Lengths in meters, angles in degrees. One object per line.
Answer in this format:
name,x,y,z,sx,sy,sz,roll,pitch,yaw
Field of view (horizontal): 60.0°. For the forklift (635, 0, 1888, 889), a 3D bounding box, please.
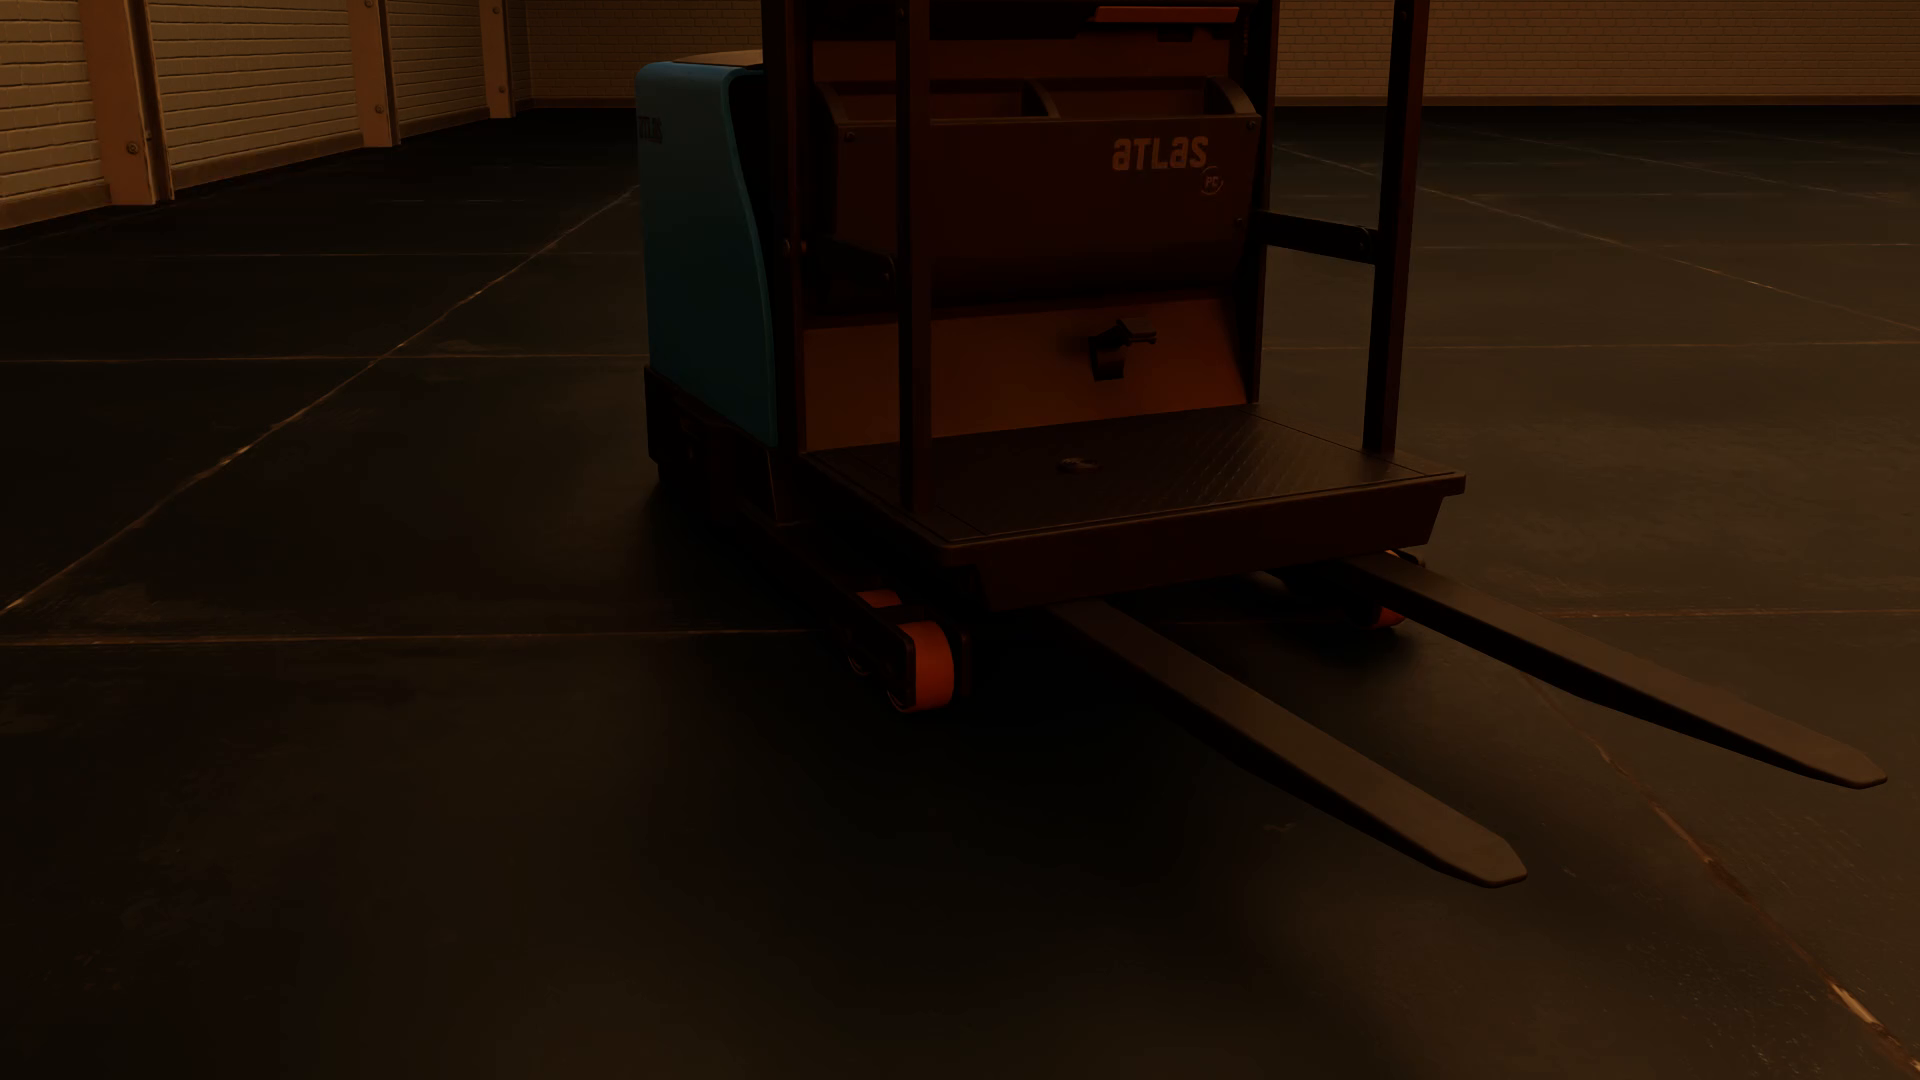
forklift,0.258,-1.240,2.962,1.130,2.935,3.031,-8,19,-24
